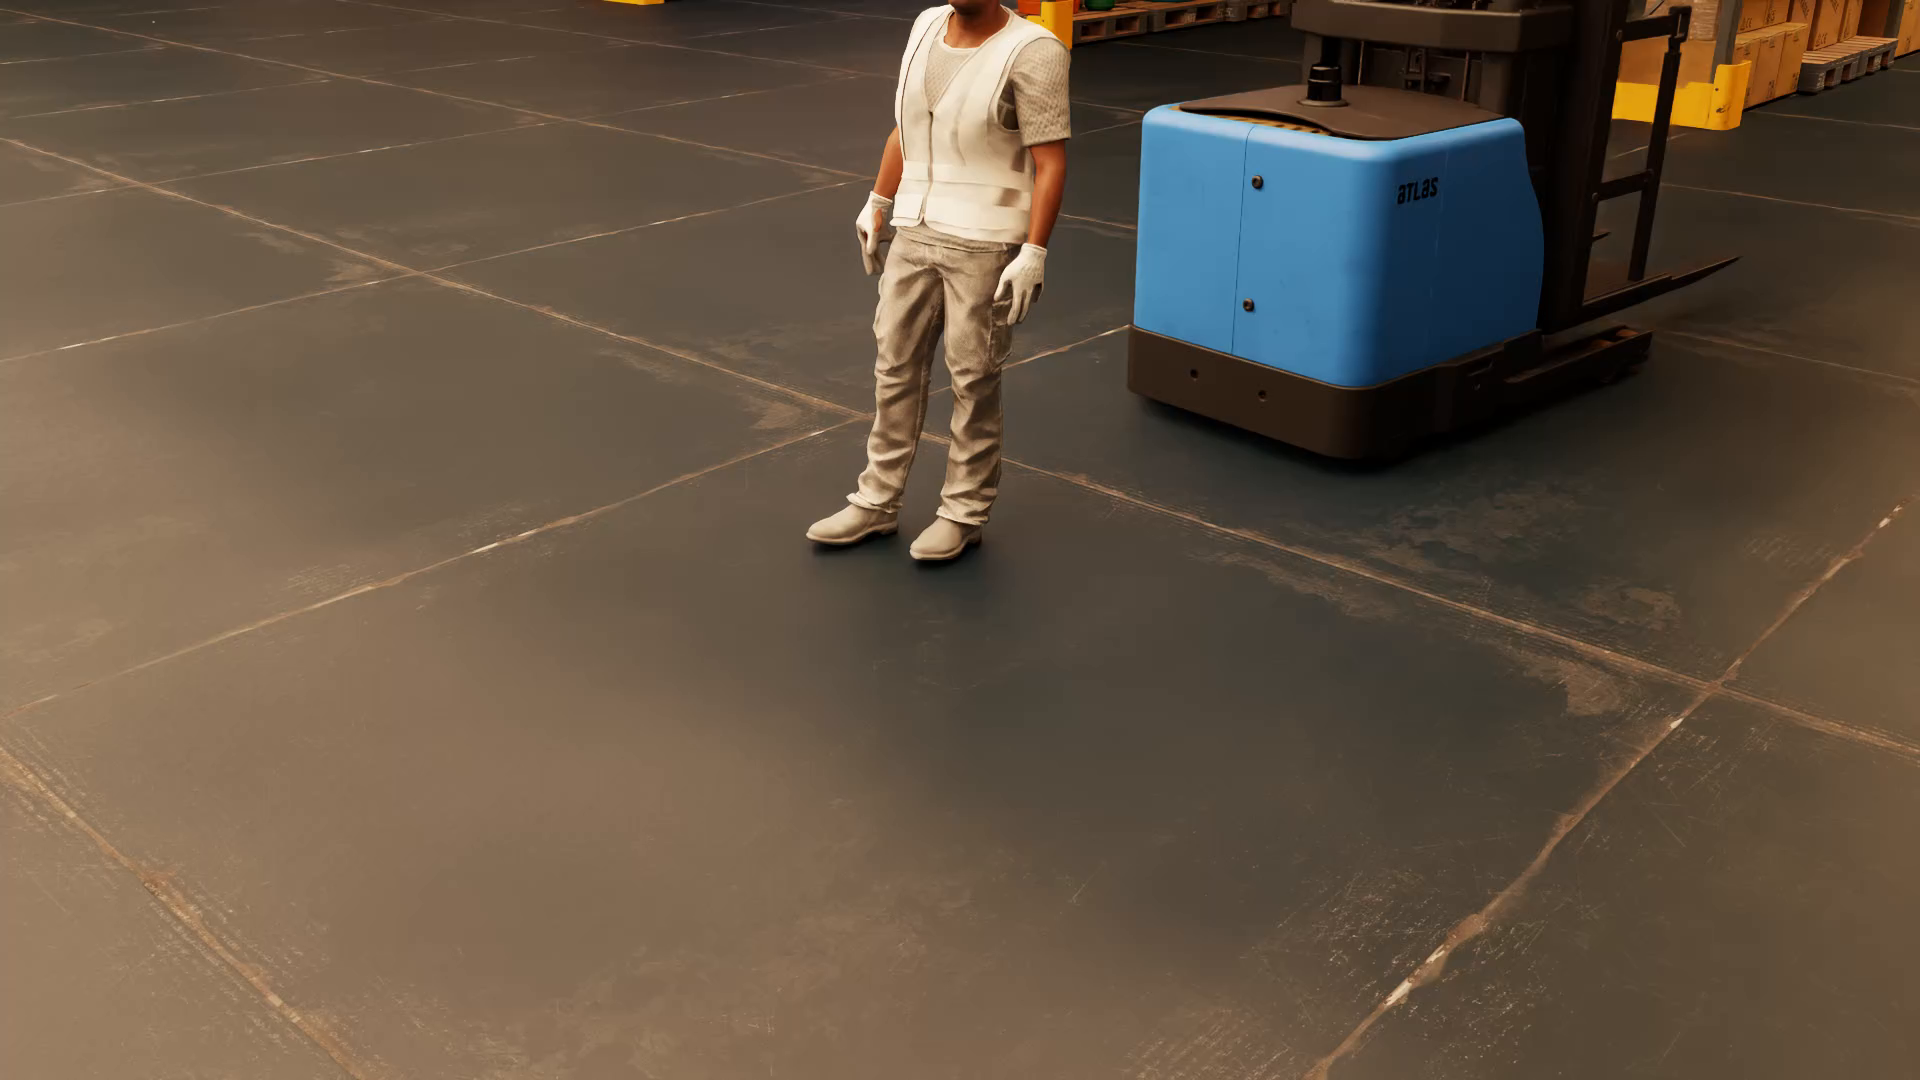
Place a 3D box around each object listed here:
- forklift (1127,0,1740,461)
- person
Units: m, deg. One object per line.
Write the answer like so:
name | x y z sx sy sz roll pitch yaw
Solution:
forklift | 2.048 -2.080 6.070 3.031 2.935 1.130 -19 30 -37
person | -0.055 -0.804 4.572 0.656 1.785 0.575 20 31 38
